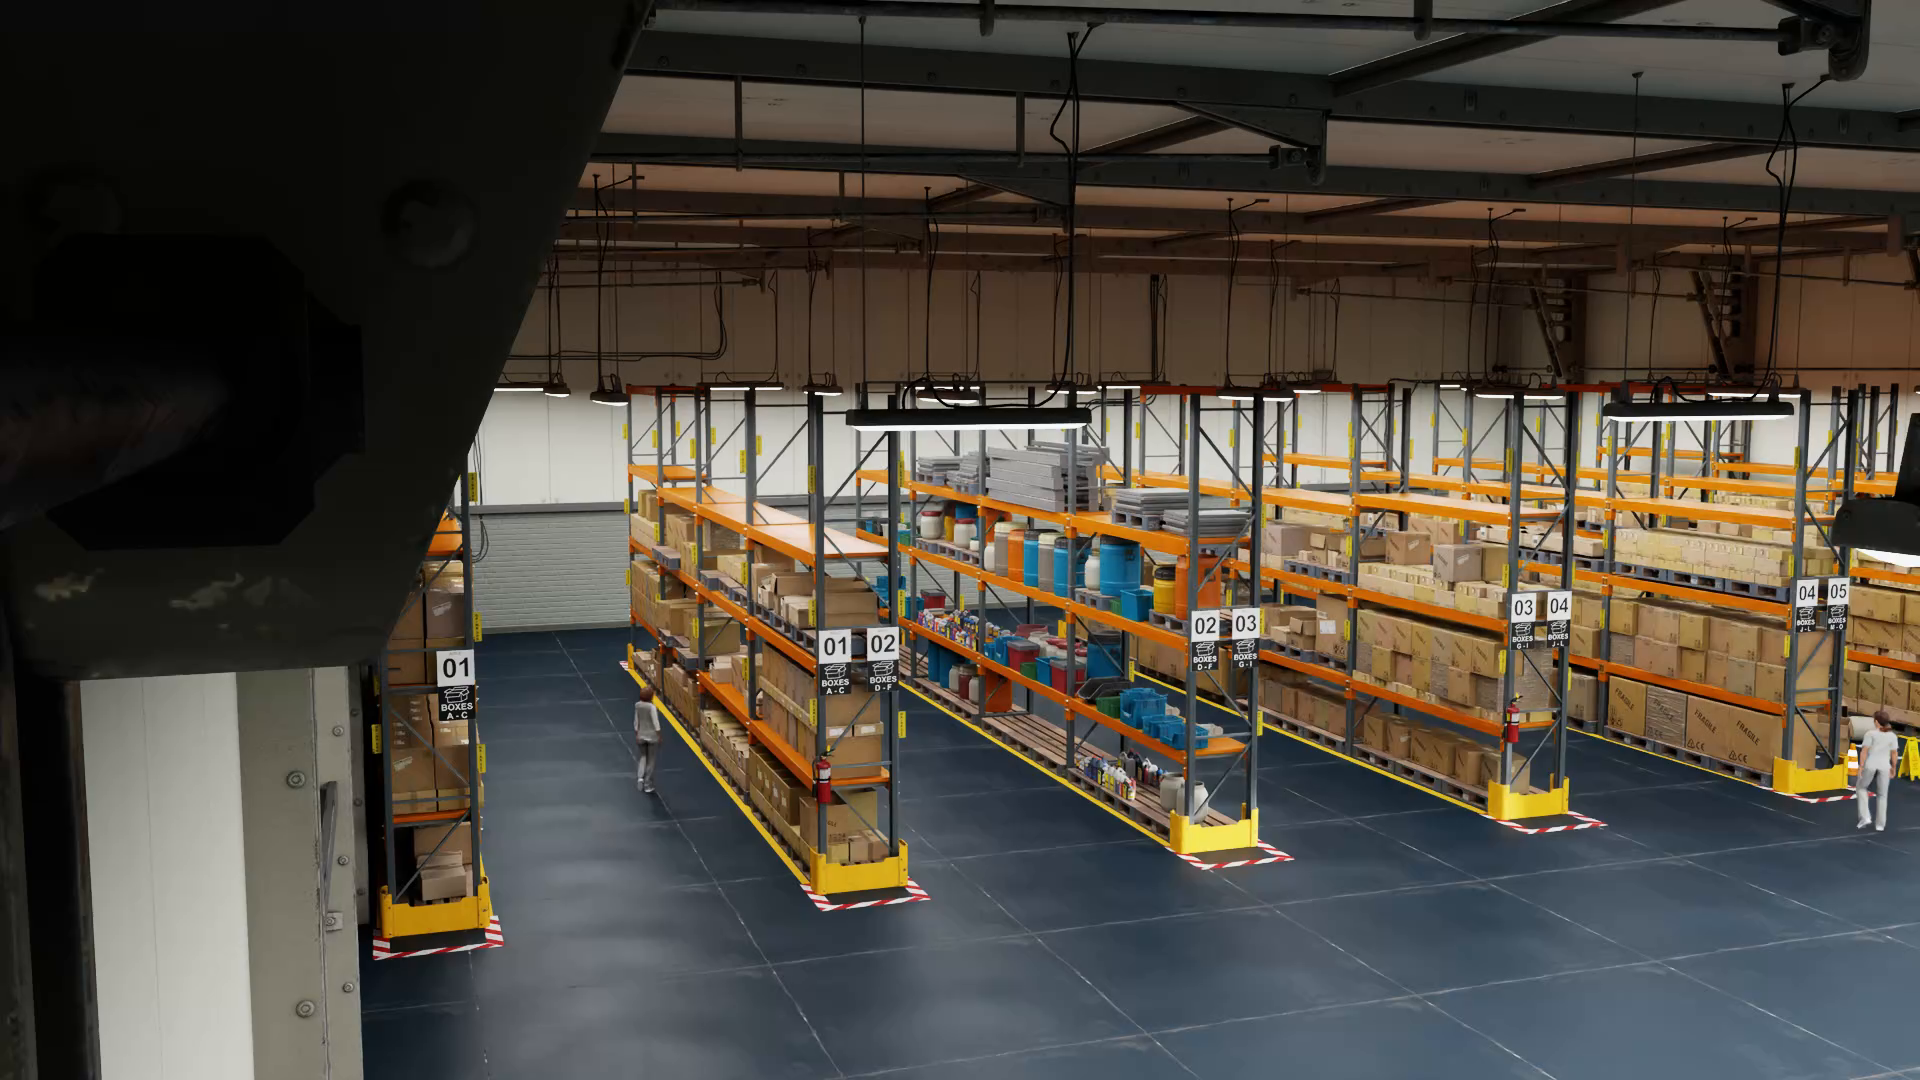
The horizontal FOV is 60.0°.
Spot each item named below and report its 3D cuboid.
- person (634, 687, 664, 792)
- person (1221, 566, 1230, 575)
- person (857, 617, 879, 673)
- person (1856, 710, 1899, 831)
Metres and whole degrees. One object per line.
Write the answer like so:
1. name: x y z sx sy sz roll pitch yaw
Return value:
1. person: -4.647 2.963 24.823 0.440 1.591 0.390 2 6 15
2. person: 6.857 1.088 42.535 0.877 1.694 0.547 -3 7 -27
3. person: -1.907 1.940 33.763 0.710 1.714 1.029 0 6 1
4. person: 12.568 3.157 22.771 0.474 1.693 0.424 3 6 24
